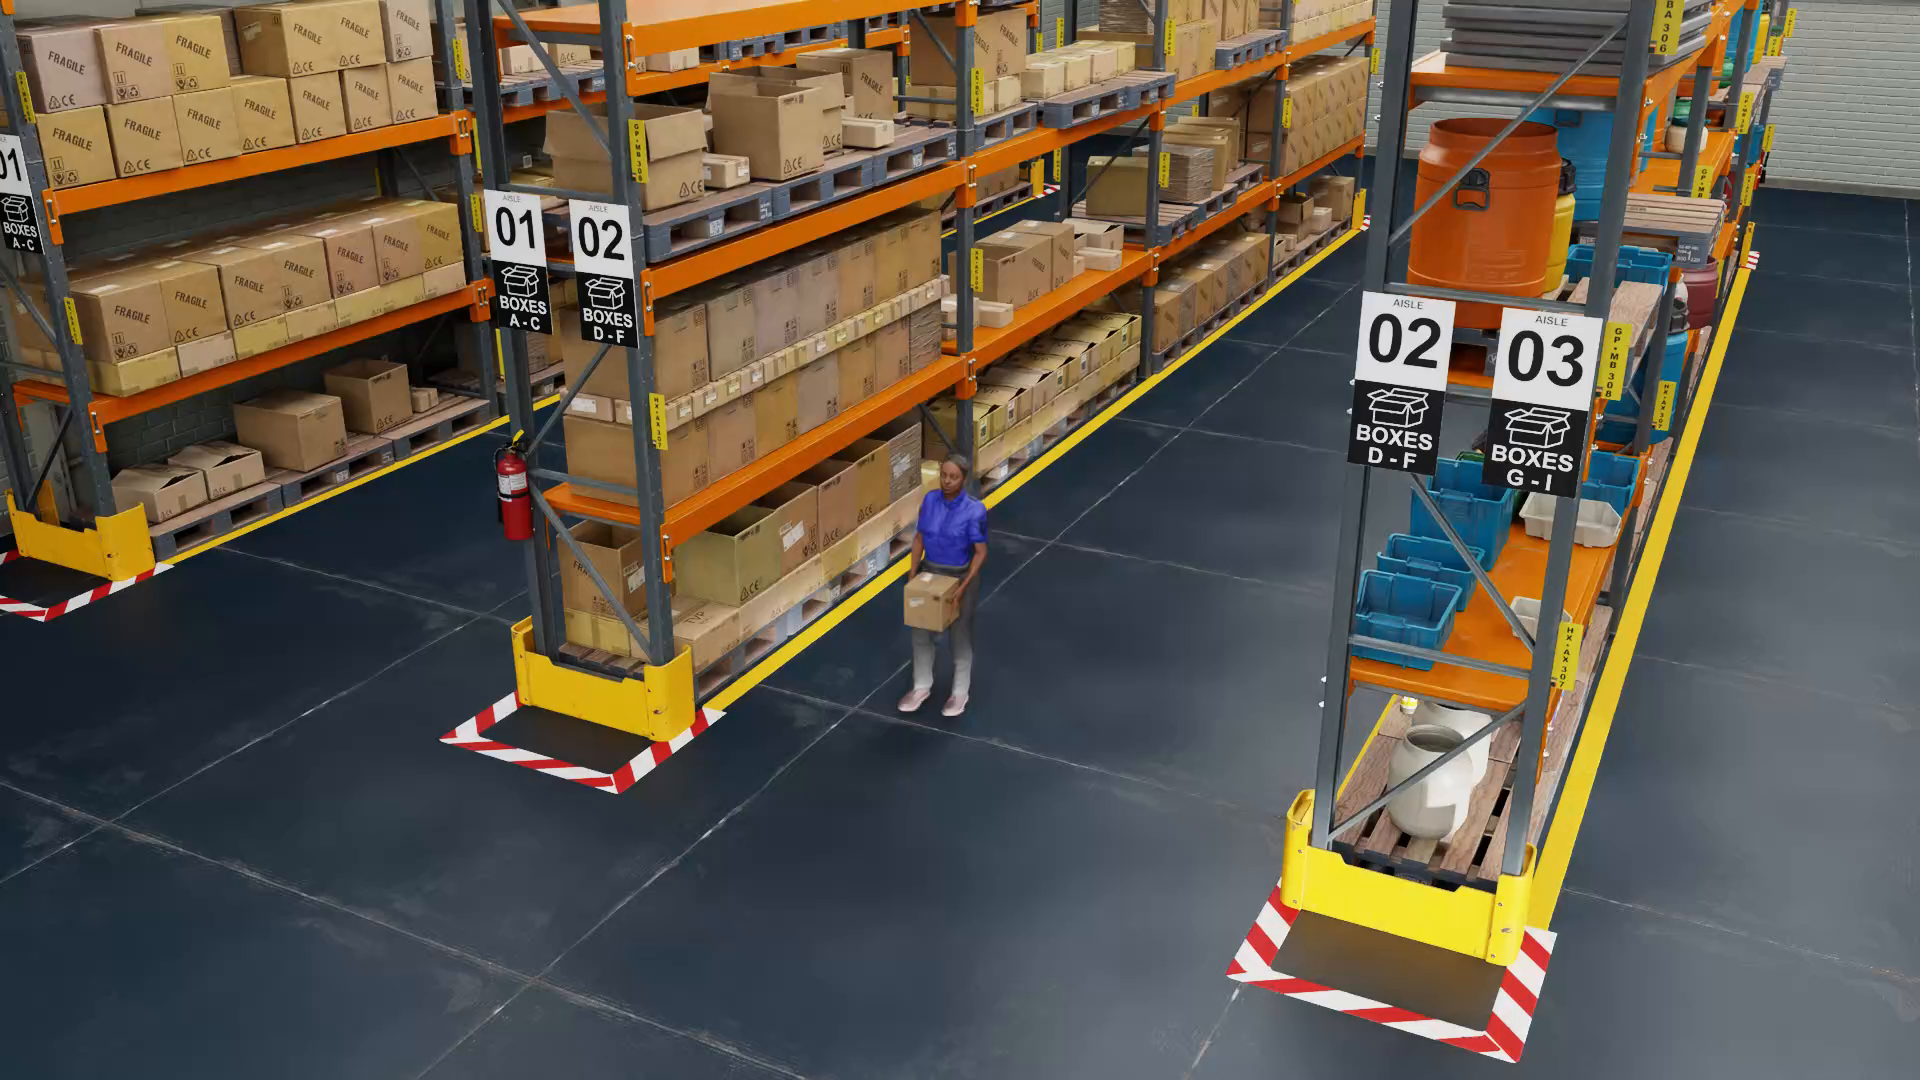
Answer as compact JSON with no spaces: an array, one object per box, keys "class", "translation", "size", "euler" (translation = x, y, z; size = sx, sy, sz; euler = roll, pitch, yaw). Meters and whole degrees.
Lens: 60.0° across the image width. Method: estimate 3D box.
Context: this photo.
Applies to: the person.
[{"class":"person","translation":[-0.099,0.286,10.066],"size":[0.535,1.655,0.414],"euler":[11,25,24]}]
